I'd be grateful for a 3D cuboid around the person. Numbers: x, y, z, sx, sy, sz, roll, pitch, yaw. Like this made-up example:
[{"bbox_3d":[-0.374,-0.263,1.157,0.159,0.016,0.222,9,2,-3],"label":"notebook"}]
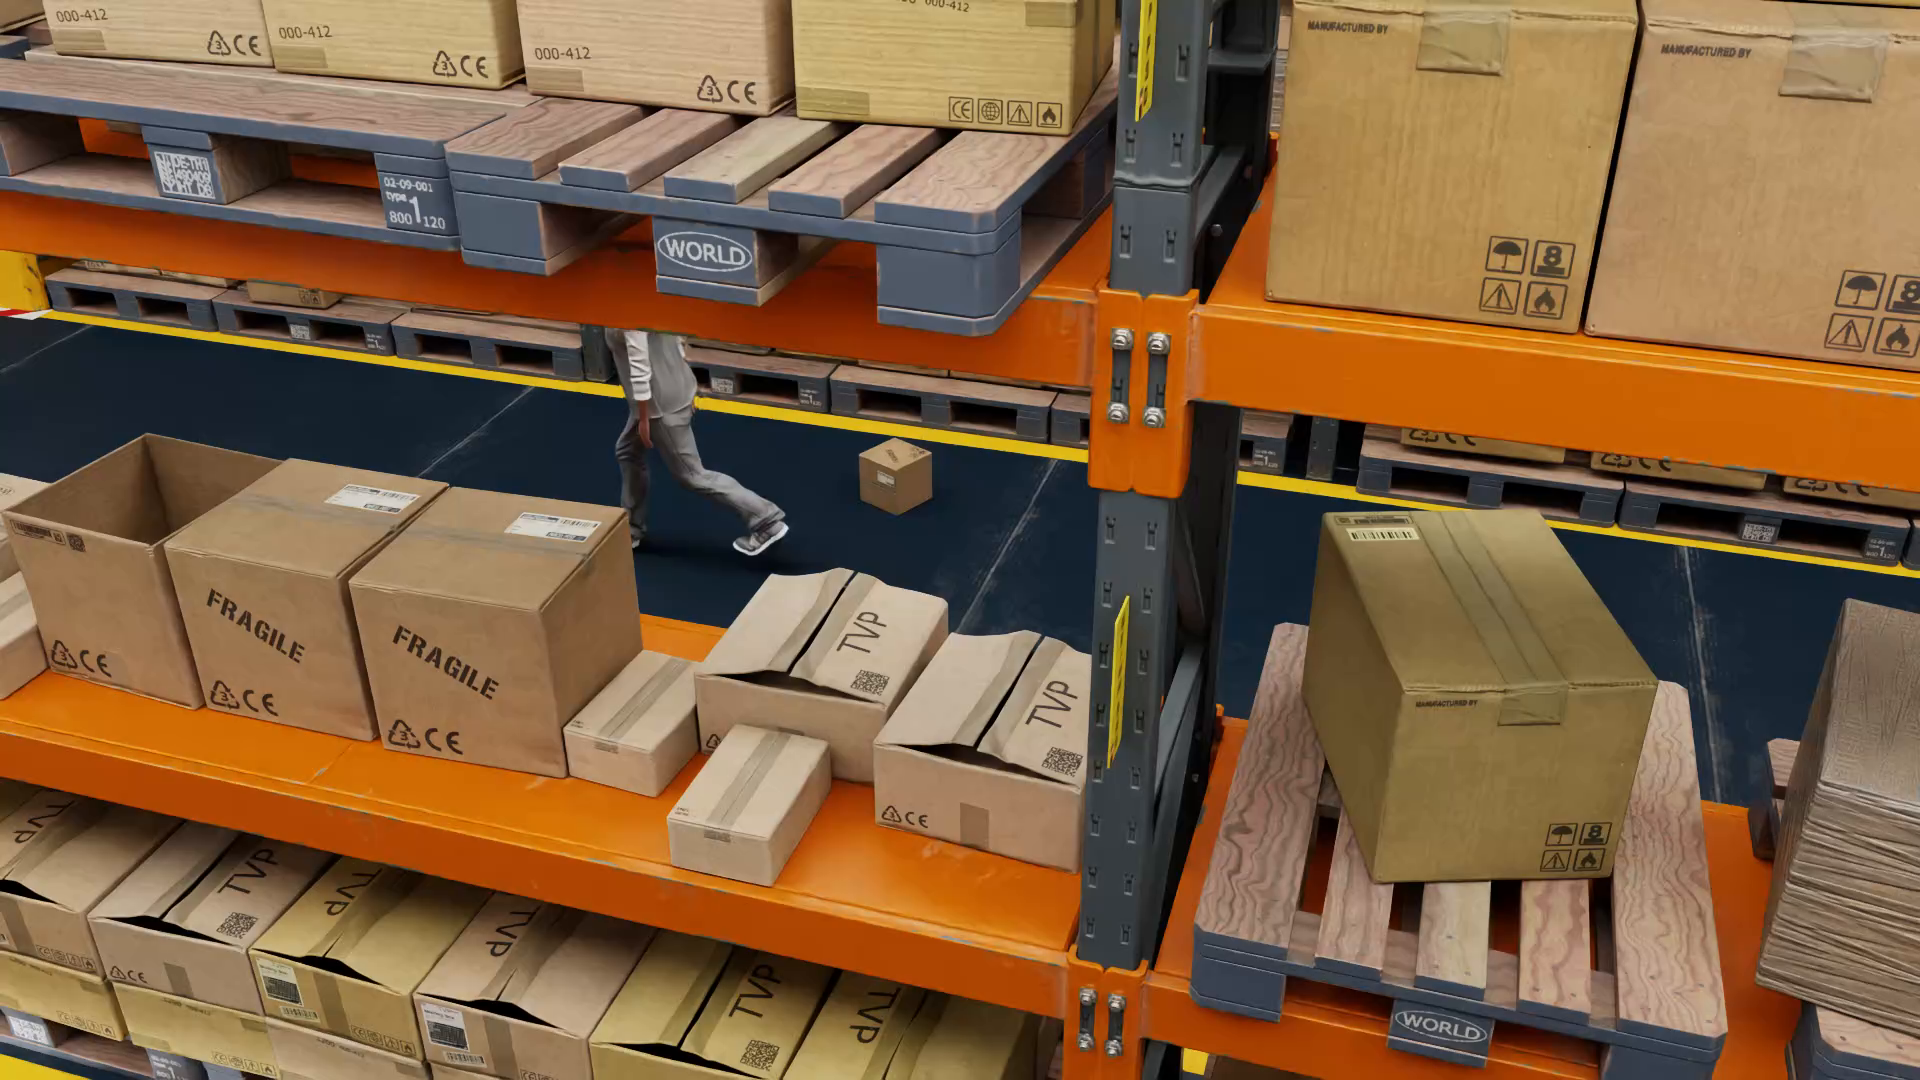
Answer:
[{"bbox_3d":[-1.253,-0.601,7.215,0.980,1.534,0.417,2,30,3],"label":"person"}]
